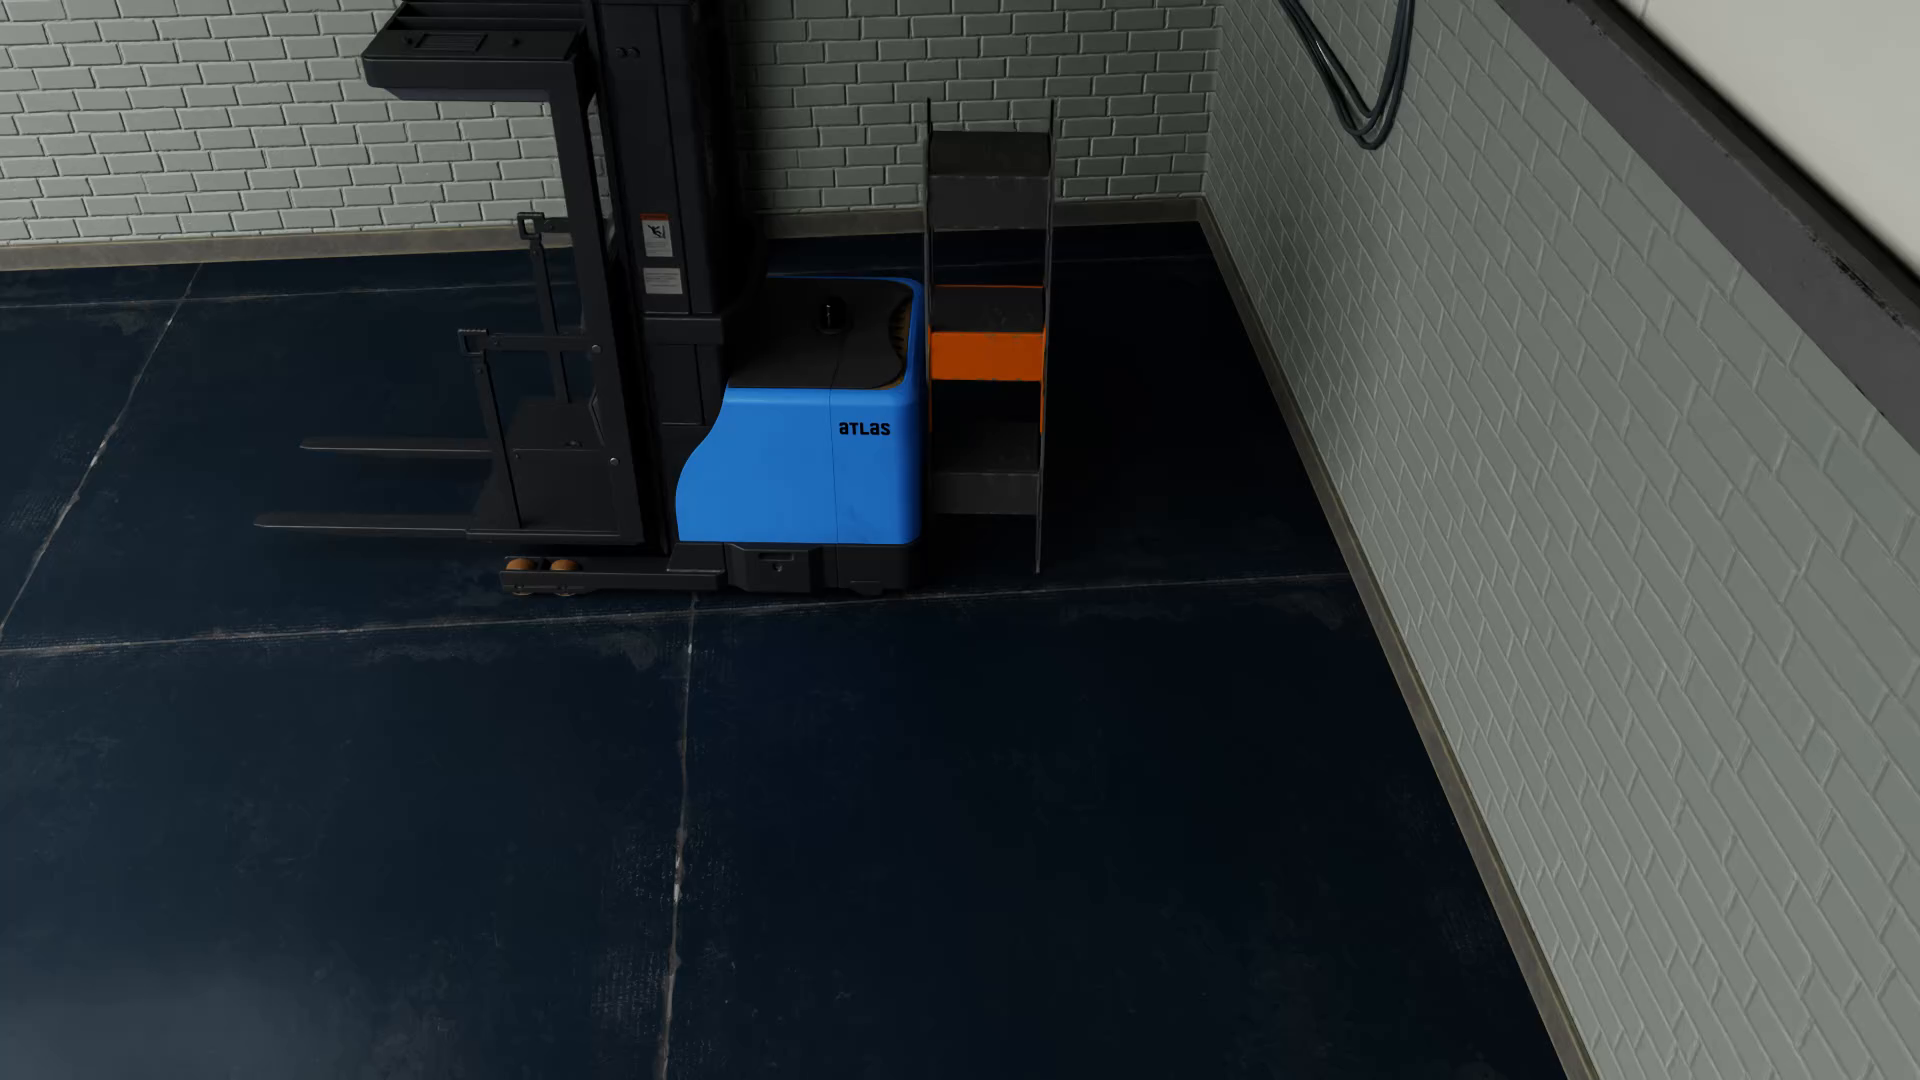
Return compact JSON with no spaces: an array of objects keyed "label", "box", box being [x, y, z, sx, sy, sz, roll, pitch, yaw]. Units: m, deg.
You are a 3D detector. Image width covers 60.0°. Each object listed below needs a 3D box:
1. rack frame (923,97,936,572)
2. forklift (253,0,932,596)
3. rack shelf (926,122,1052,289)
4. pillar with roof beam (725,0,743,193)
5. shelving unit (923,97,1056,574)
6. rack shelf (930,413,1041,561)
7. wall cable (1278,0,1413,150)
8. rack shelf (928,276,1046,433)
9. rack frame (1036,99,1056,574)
[{"label":"rack frame","box":[-0.128,-0.803,7.072,0.015,2.100,0.400,1,38,1]},{"label":"forklift","box":[-1.660,-1.226,6.938,3.031,2.935,1.130,1,38,1]},{"label":"rack shelf","box":[0.116,-1.337,6.642,0.480,0.518,0.431,1,38,1]},{"label":"pillar with roof beam","box":[-1.098,-2.607,3.790,0.400,9.000,9.100,-3,38,-4]},{"label":"shelving unit","box":[0.116,-0.798,7.067,0.503,2.100,0.431,1,38,1]},{"label":"rack shelf","box":[0.116,-0.238,7.509,0.480,0.518,0.431,1,38,1]},{"label":"wall cable","box":[1.572,-3.390,7.289,0.112,2.526,3.097,-3,38,-4]},{"label":"rack shelf","box":[0.116,-0.788,7.075,0.480,0.518,0.431,1,38,1]},{"label":"rack frame","box":[0.360,-0.794,7.061,0.015,2.100,0.400,1,38,1]}]
